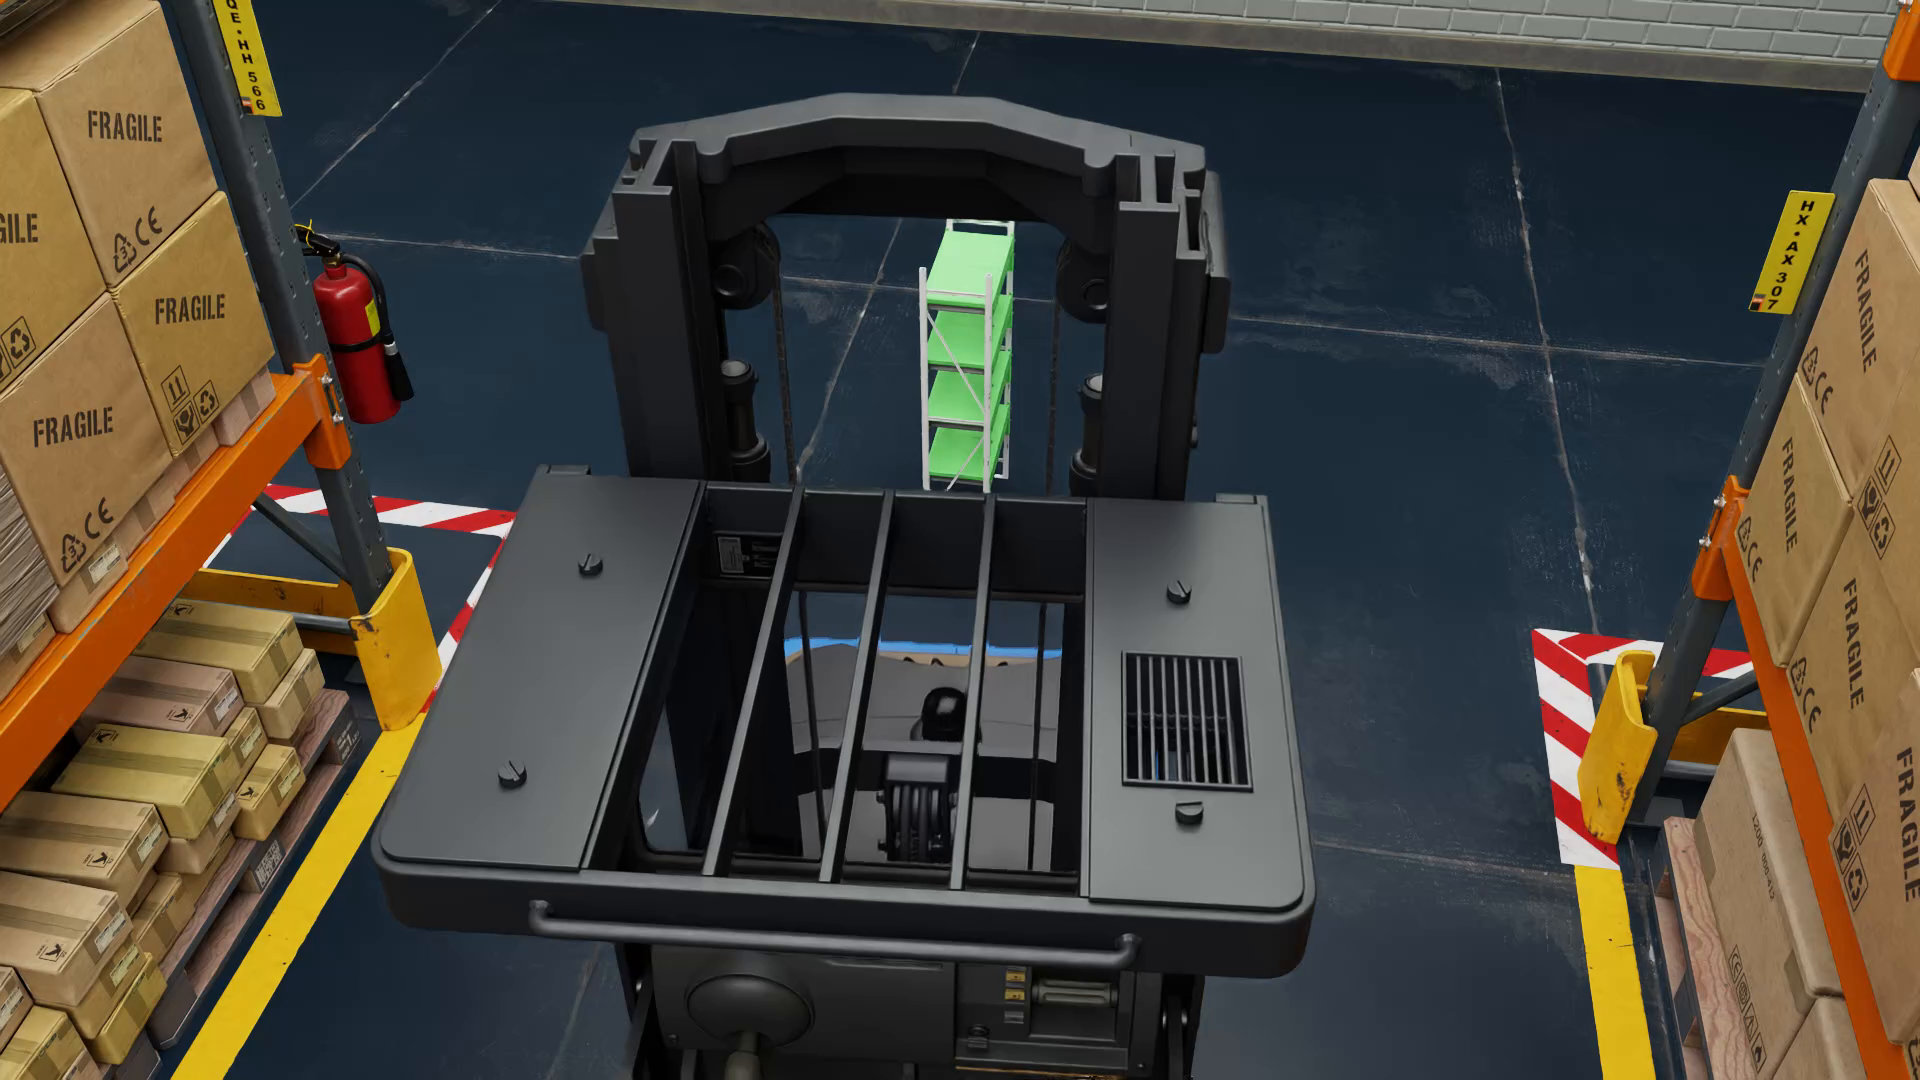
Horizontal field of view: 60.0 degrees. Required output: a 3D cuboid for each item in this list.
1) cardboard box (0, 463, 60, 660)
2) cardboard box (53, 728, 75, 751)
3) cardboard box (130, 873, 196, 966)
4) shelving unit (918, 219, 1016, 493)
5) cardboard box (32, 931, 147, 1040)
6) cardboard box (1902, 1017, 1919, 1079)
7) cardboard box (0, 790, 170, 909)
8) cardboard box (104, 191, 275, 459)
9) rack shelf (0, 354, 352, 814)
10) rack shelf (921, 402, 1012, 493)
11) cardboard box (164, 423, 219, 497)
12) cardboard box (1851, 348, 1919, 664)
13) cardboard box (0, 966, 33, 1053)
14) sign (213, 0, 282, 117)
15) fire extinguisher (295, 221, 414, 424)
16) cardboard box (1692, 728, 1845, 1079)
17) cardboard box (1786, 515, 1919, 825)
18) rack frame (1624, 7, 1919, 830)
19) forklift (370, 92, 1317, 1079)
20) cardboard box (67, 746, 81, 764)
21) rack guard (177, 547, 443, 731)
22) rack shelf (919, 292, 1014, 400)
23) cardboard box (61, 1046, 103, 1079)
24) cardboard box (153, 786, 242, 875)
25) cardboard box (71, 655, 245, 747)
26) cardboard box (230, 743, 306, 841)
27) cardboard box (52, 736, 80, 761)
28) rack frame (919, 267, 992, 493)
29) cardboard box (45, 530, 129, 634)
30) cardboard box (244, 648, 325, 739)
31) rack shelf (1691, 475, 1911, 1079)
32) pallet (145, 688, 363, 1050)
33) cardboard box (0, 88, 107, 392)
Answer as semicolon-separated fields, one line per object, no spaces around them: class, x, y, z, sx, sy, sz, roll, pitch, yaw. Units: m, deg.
cardboard box;-2.354;0.060;3.511;0.500;0.500;0.500;7;40;8
cardboard box;-2.711;0.447;4.797;0.380;0.149;0.250;7;40;8
cardboard box;-2.348;1.037;4.550;0.380;0.149;0.250;7;40;8
shelving unit;0.029;-0.566;5.993;0.258;1.200;0.503;6;40;8
cardboard box;-2.332;1.099;4.241;0.380;0.149;0.250;7;40;8
cardboard box;1.934;0.929;2.694;0.500;0.500;0.500;8;40;9
cardboard box;-2.326;0.813;4.354;0.380;0.149;0.250;5;40;6
cardboard box;-2.181;-0.581;4.287;0.500;0.500;0.500;7;40;9
rack shelf;-2.703;0.794;3.500;1.077;0.370;4.000;6;40;8
rack shelf;0.029;-0.332;6.187;0.258;0.148;0.480;6;40;8
cardboard box;-2.215;-0.254;4.400;0.380;0.149;0.250;6;40;8
cardboard box;2.090;-0.085;3.136;0.500;0.500;0.500;5;40;6
cardboard box;-2.472;1.140;3.957;0.380;0.149;0.250;5;40;6
sign;-1.814;-1.233;4.231;0.100;0.325;0.005;6;40;8
fire extinguisher;-1.859;-0.672;5.063;0.296;0.674;0.183;6;40;8
cardboard box;2.520;0.995;4.374;0.875;0.438;0.875;5;40;6
cardboard box;2.110;0.295;3.460;0.500;0.500;0.500;6;40;7
rack frame;2.536;-0.256;4.206;1.000;3.000;0.127;6;40;8
forklift;-0.111;0.896;2.866;1.130;2.935;3.031;3;40;3
cardboard box;-2.727;0.665;4.999;0.380;0.149;0.250;6;40;7
rack guard;-2.370;0.272;5.528;1.175;0.500;0.348;6;40;8
rack shelf;0.029;-0.702;5.881;0.258;0.148;0.480;6;40;8
cardboard box;-2.397;1.373;4.143;0.380;0.149;0.250;7;40;9
cardboard box;-2.255;0.773;4.636;0.380;0.149;0.250;5;40;6
cardboard box;-2.299;0.480;4.756;0.380;0.149;0.250;7;40;9
cardboard box;-2.187;0.724;4.928;0.380;0.149;0.250;8;40;9
cardboard box;-2.803;0.550;4.905;0.380;0.149;0.250;6;40;7
rack frame;-0.014;-0.413;5.808;0.240;1.200;0.015;6;40;8
cardboard box;-2.265;0.068;4.011;0.380;0.149;0.250;7;40;9
cardboard box;-2.167;0.446;5.031;0.380;0.149;0.250;5;40;6
rack shelf;2.190;1.276;2.917;1.077;0.370;4.000;6;40;8
pallet;-2.545;0.890;5.008;1.003;0.211;1.213;6;40;8
cardboard box;-2.279;-0.645;3.579;0.500;0.500;0.500;5;40;6
